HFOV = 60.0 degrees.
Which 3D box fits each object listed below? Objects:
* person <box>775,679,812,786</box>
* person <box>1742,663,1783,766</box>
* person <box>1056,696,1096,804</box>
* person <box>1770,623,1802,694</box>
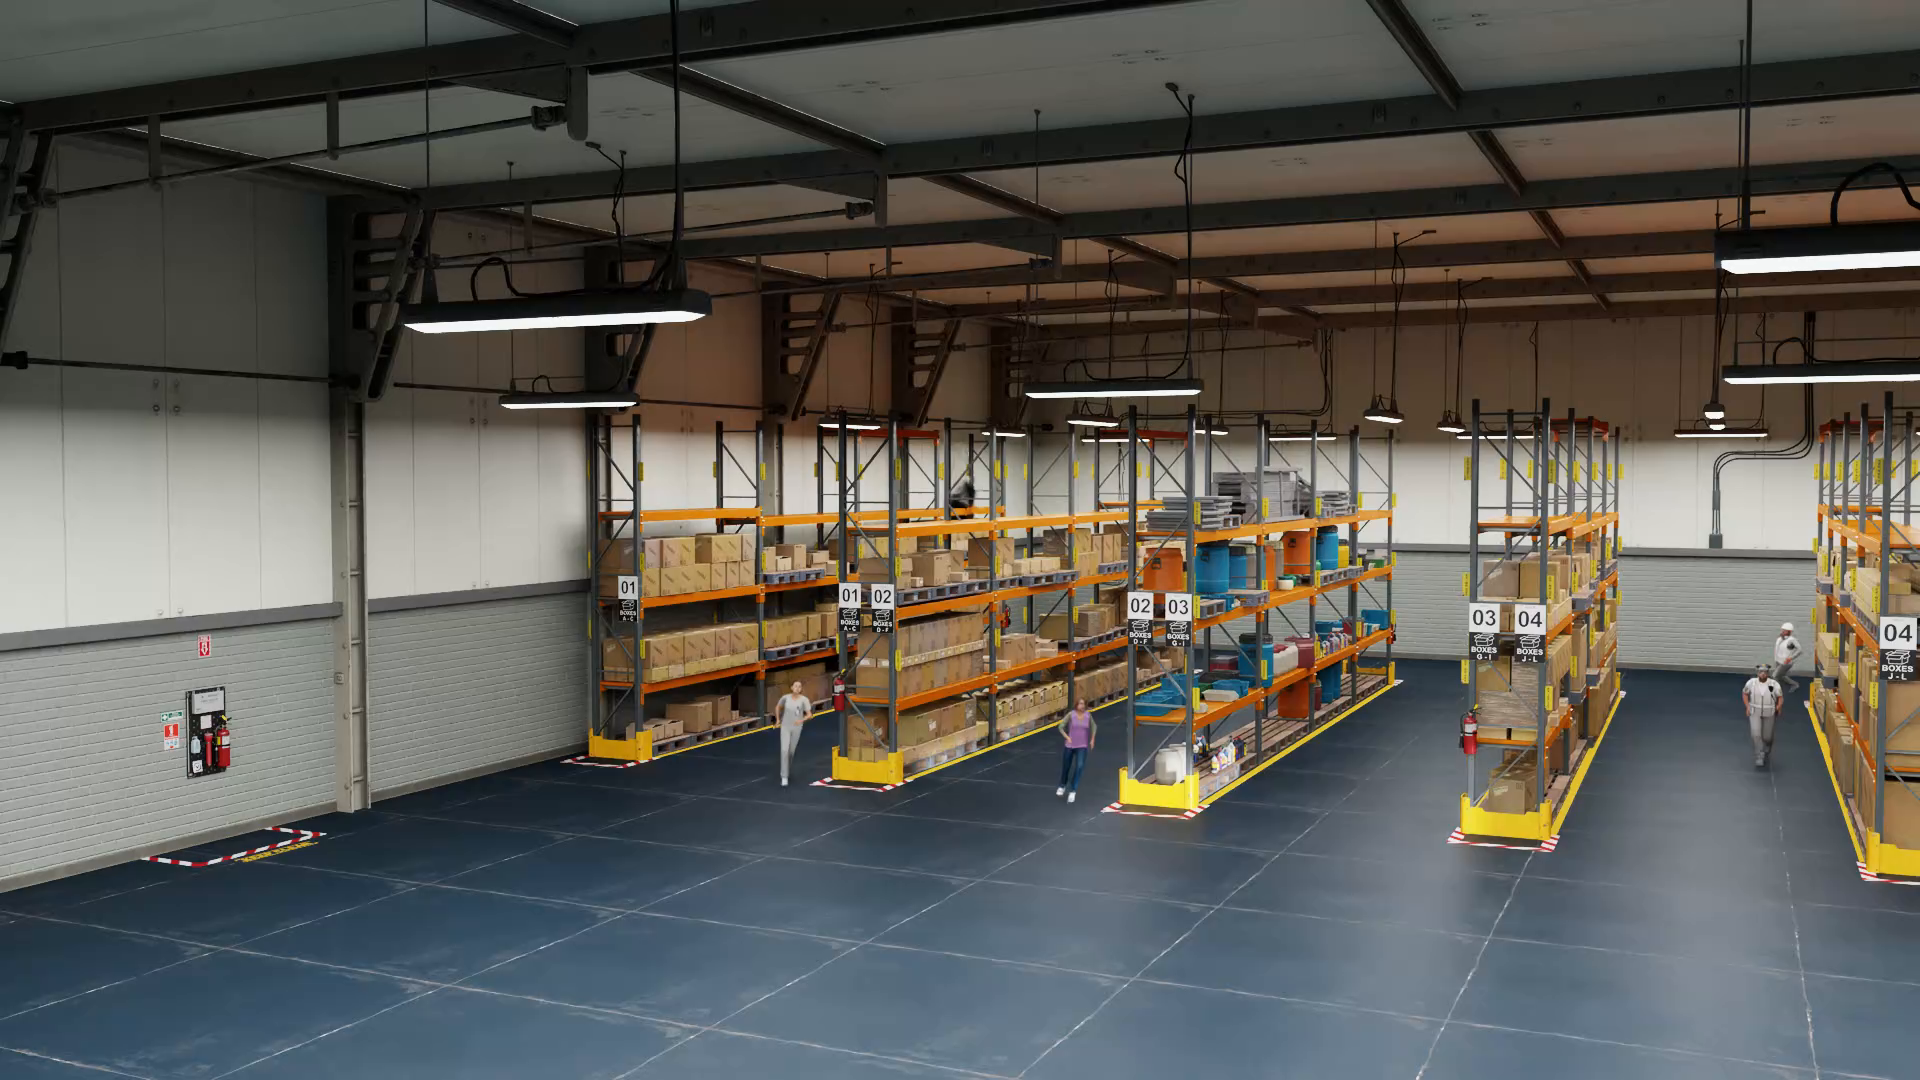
[{"bbox_3d":[-2.693,3.075,26.881,0.584,1.672,0.820,0,2,-7],"label":"person"},{"bbox_3d":[13.790,2.967,28.581,0.646,1.743,0.770,1,3,26],"label":"person"},{"bbox_3d":[1.782,3.181,25.337,0.610,1.594,0.629,0,2,0],"label":"person"},{"bbox_3d":[18.137,2.653,36.468,0.903,1.701,0.719,0,2,-6],"label":"person"}]
